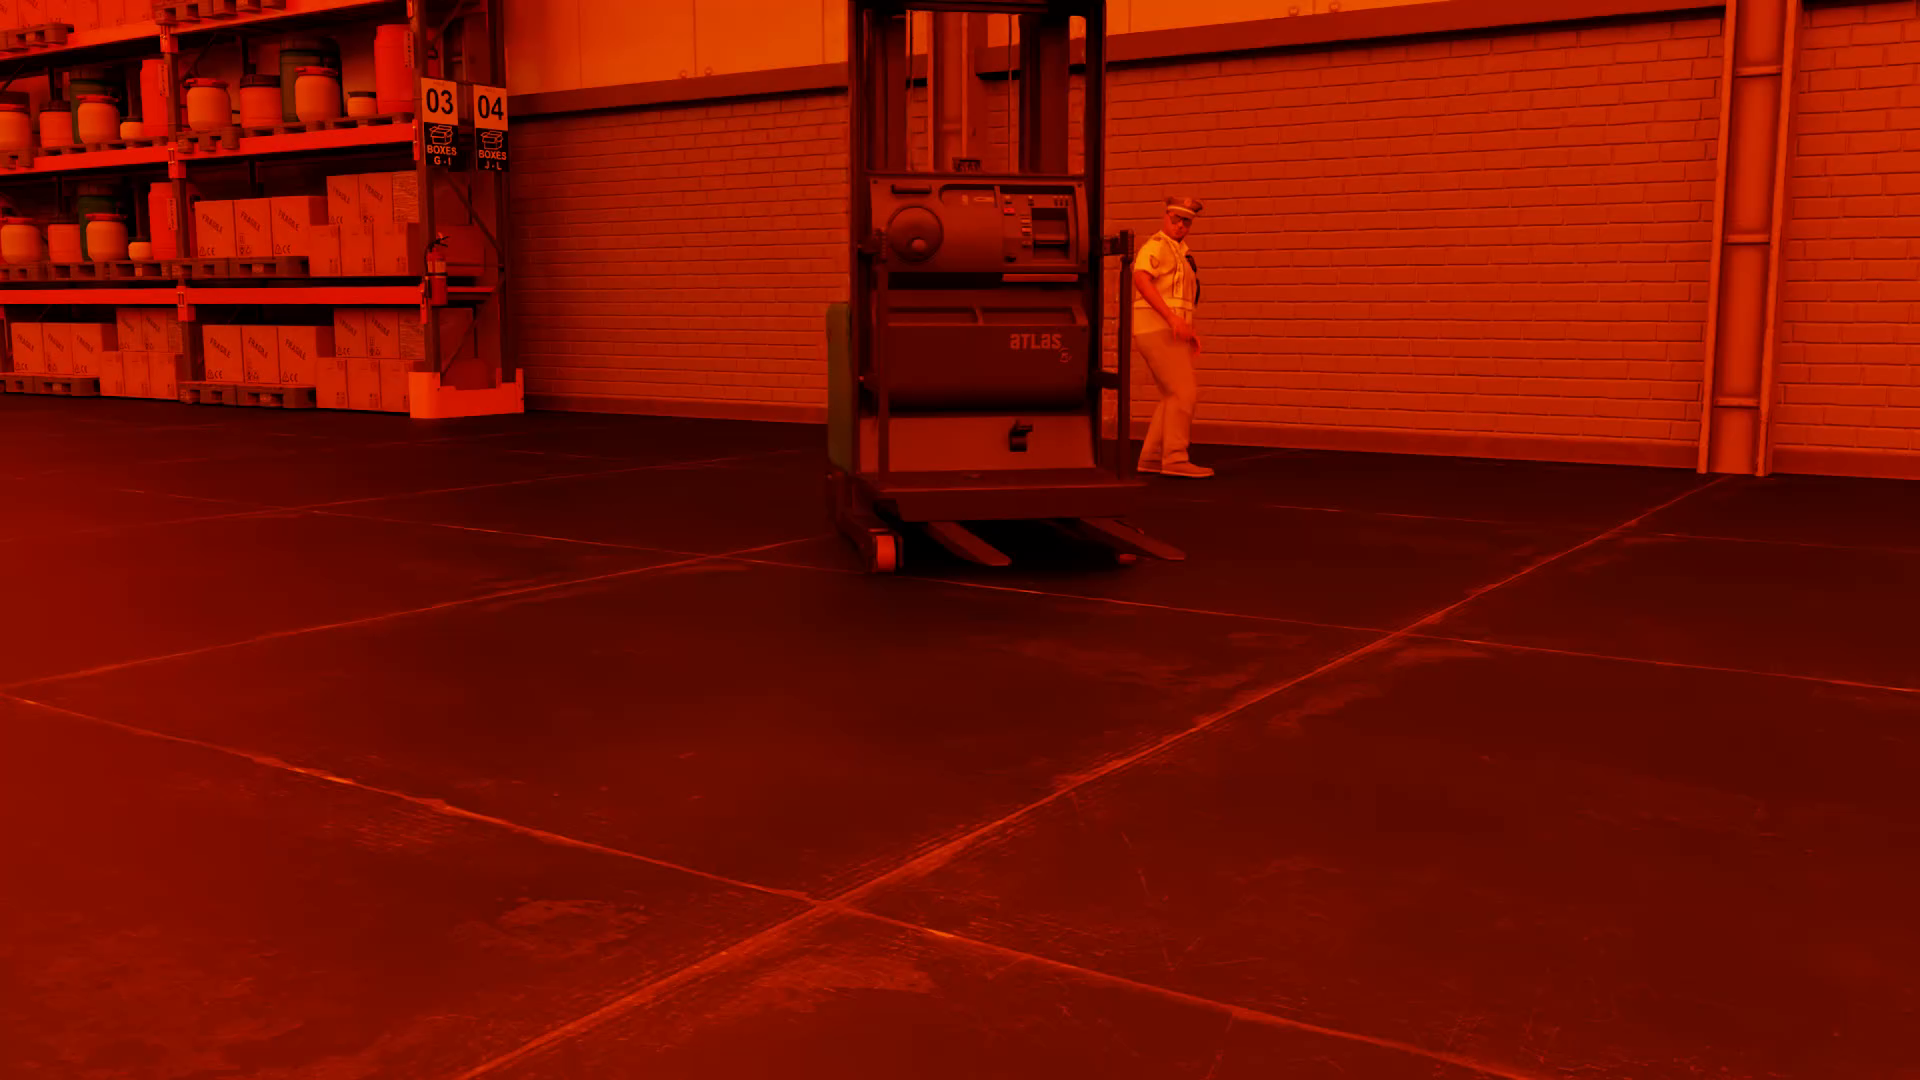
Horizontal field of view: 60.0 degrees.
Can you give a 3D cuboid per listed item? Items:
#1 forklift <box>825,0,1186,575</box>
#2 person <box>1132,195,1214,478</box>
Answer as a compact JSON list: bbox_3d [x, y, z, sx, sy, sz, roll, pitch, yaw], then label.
[{"bbox_3d":[0.128,-1.367,6.805,1.130,2.935,3.031,-2,8,-11],"label":"forklift"},{"bbox_3d":[1.350,-1.266,10.387,0.533,1.731,0.733,2,8,13],"label":"person"}]
